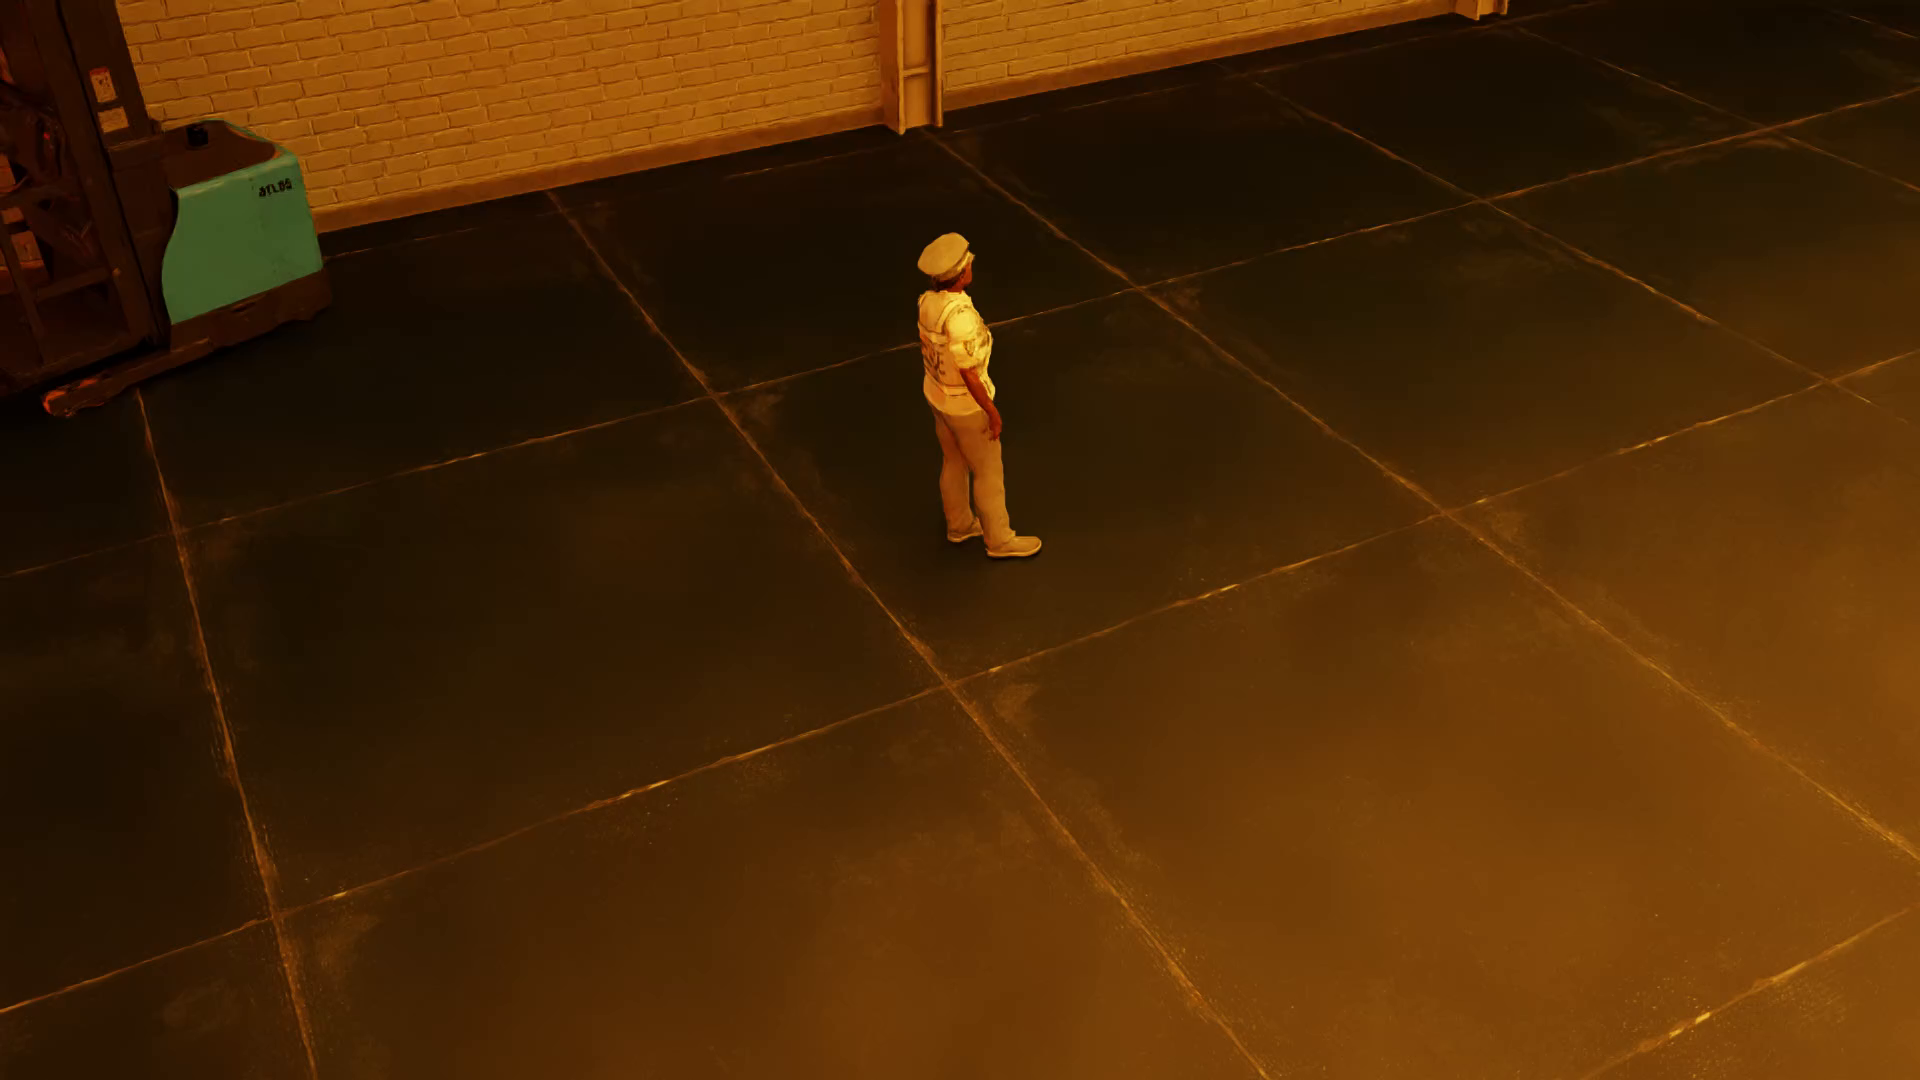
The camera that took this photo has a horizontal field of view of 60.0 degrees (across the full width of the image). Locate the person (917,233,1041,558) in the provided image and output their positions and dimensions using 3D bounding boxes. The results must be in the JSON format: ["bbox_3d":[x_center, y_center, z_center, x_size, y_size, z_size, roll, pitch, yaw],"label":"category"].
[{"bbox_3d":[0.075,-0.709,8.183,0.529,1.695,0.570,-17,39,-23],"label":"person"}]

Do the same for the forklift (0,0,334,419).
[{"bbox_3d":[-5.393,-2.231,9.279,1.130,2.935,3.031,27,44,33],"label":"forklift"}]
